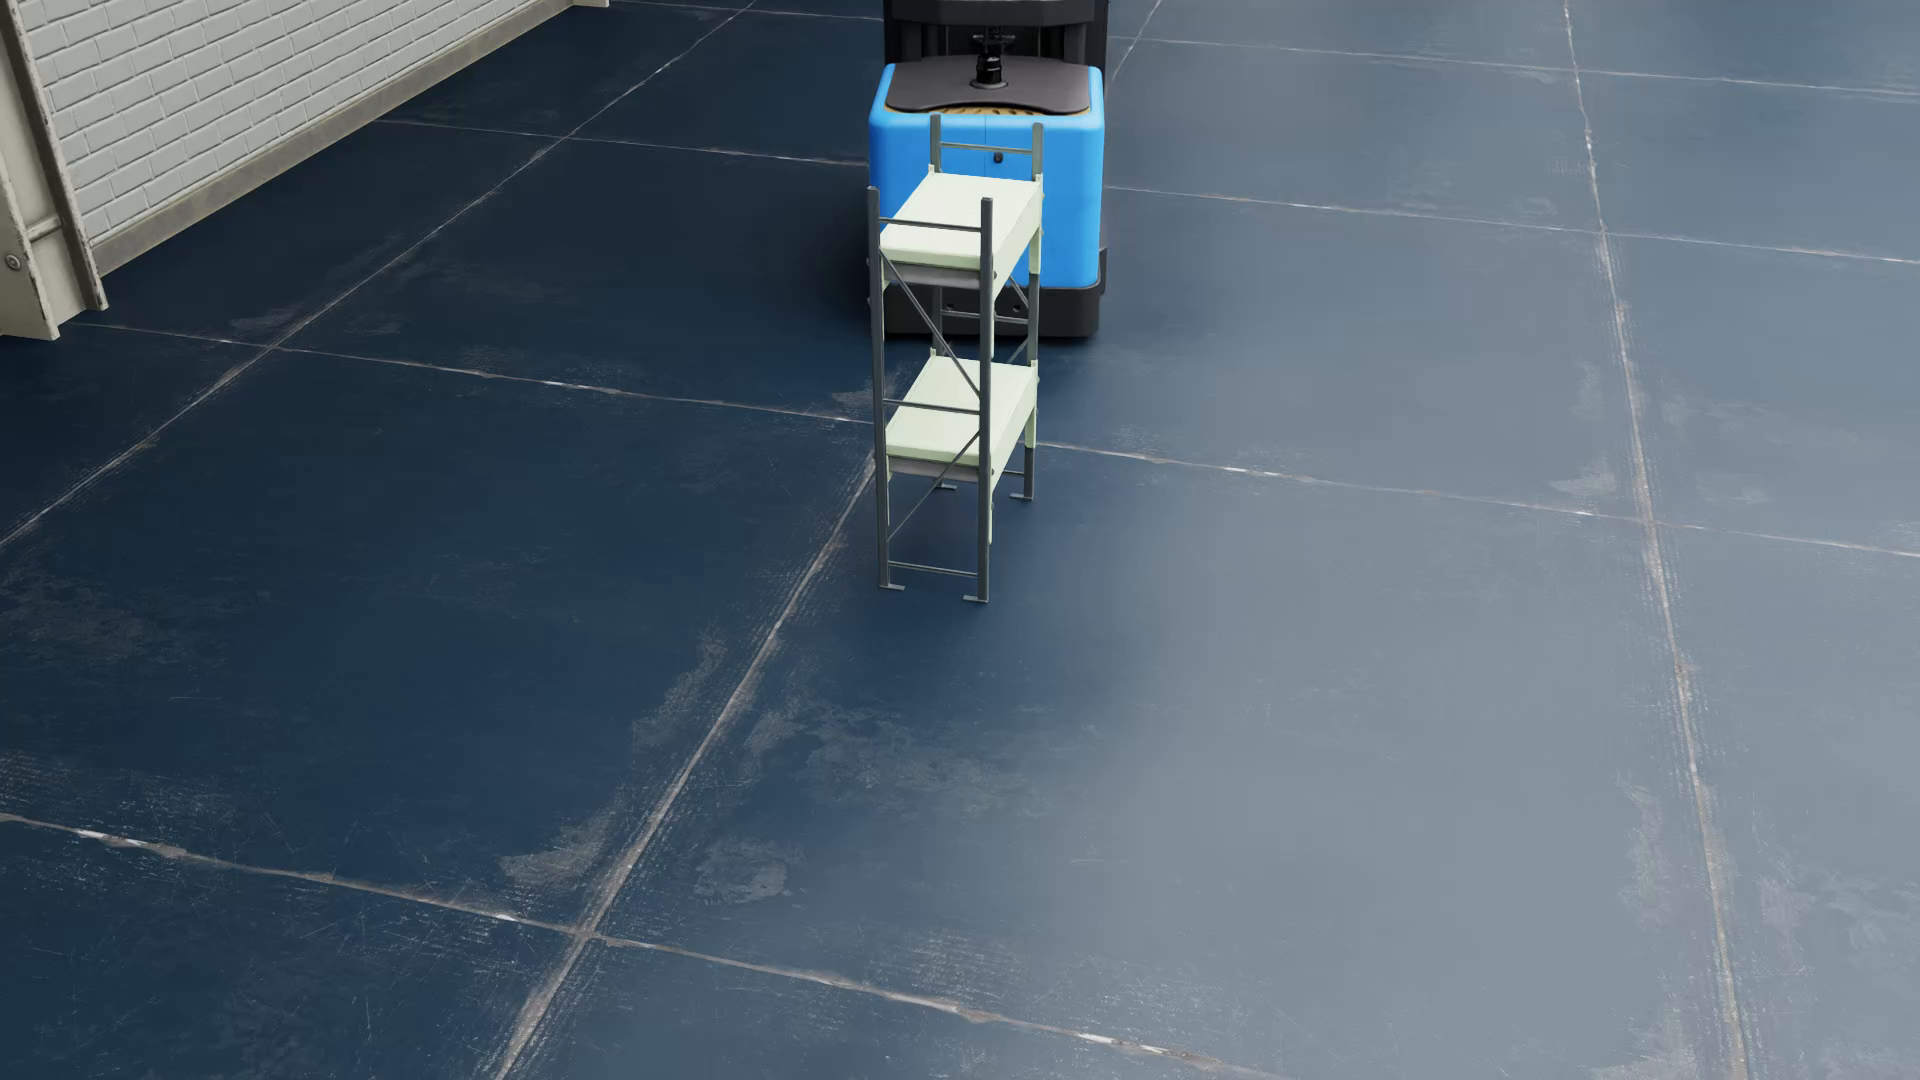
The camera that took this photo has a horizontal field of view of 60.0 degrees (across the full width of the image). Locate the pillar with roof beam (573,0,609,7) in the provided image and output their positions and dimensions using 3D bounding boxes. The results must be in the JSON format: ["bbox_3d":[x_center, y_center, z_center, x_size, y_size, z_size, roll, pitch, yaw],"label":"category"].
[{"bbox_3d":[1.384,-7.372,9.459,9.100,9.000,0.400,8,33,12],"label":"pillar with roof beam"}]

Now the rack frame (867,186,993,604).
[{"bbox_3d":[-0.095,-0.440,5.543,0.400,1.500,0.023,8,33,12],"label":"rack frame"}]

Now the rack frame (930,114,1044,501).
[{"bbox_3d":[0.091,-0.819,6.141,0.400,1.500,0.023,8,33,12],"label":"rack frame"}]

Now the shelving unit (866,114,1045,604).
[{"bbox_3d":[-0.002,-0.629,5.842,0.431,1.500,0.755,8,33,12],"label":"shelving unit"}]

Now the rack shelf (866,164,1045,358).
[{"bbox_3d":[-0.002,-0.959,5.633,0.431,0.370,0.720,8,33,12],"label":"rack shelf"}]

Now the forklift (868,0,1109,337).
[{"bbox_3d":[0.186,-2.922,8.115,1.130,2.935,3.031,2,32,3],"label":"forklift"}]

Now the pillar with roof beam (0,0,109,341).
[{"bbox_3d":[-0.138,-4.259,4.561,9.100,9.000,0.400,8,33,12],"label":"pillar with roof beam"}]

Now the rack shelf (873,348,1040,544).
[{"bbox_3d":[-0.002,-0.354,6.017,0.431,0.370,0.720,8,33,12],"label":"rack shelf"}]
